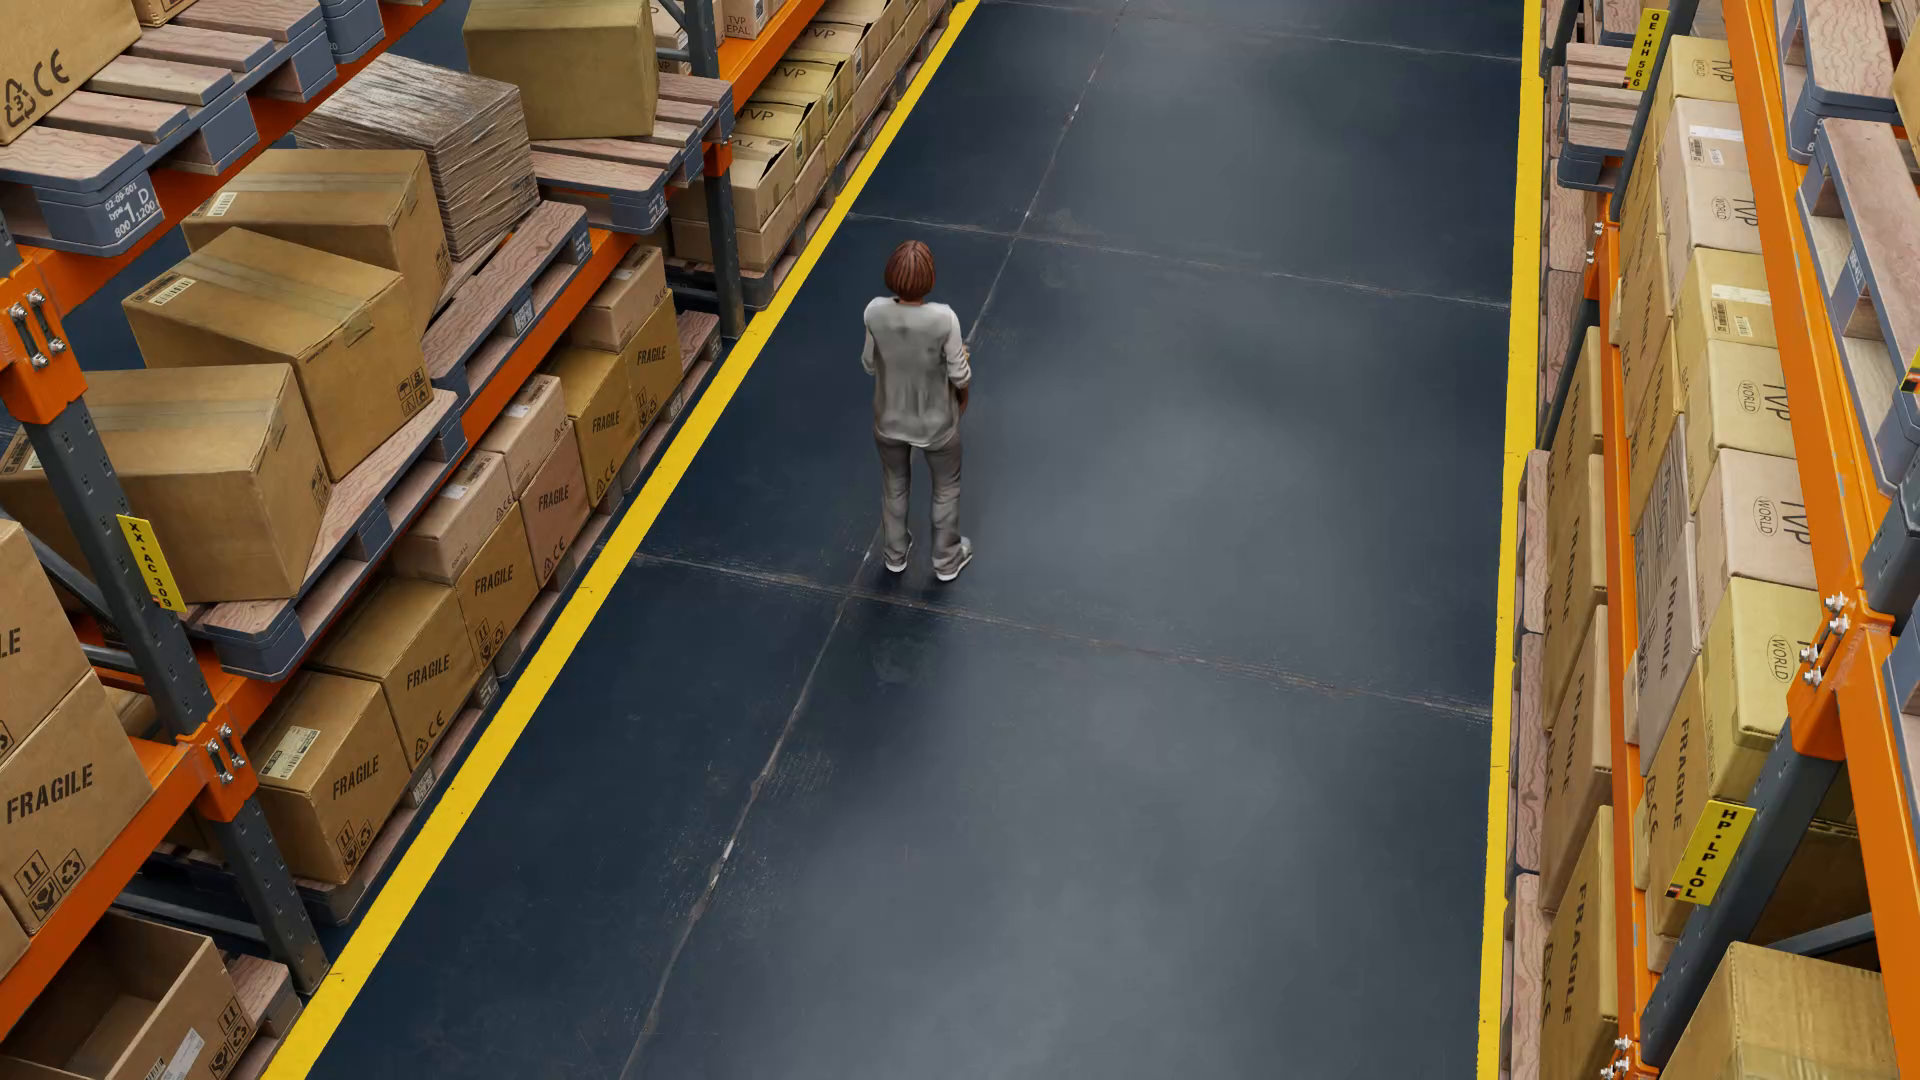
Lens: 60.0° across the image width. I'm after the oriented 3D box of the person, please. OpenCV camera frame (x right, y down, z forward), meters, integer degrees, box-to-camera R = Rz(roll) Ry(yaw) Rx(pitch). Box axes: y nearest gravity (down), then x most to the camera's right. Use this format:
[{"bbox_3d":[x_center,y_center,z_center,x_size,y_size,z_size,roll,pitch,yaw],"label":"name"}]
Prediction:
[{"bbox_3d":[-0.167,-0.518,6.743,0.444,1.603,0.397,9,42,11],"label":"person"}]
